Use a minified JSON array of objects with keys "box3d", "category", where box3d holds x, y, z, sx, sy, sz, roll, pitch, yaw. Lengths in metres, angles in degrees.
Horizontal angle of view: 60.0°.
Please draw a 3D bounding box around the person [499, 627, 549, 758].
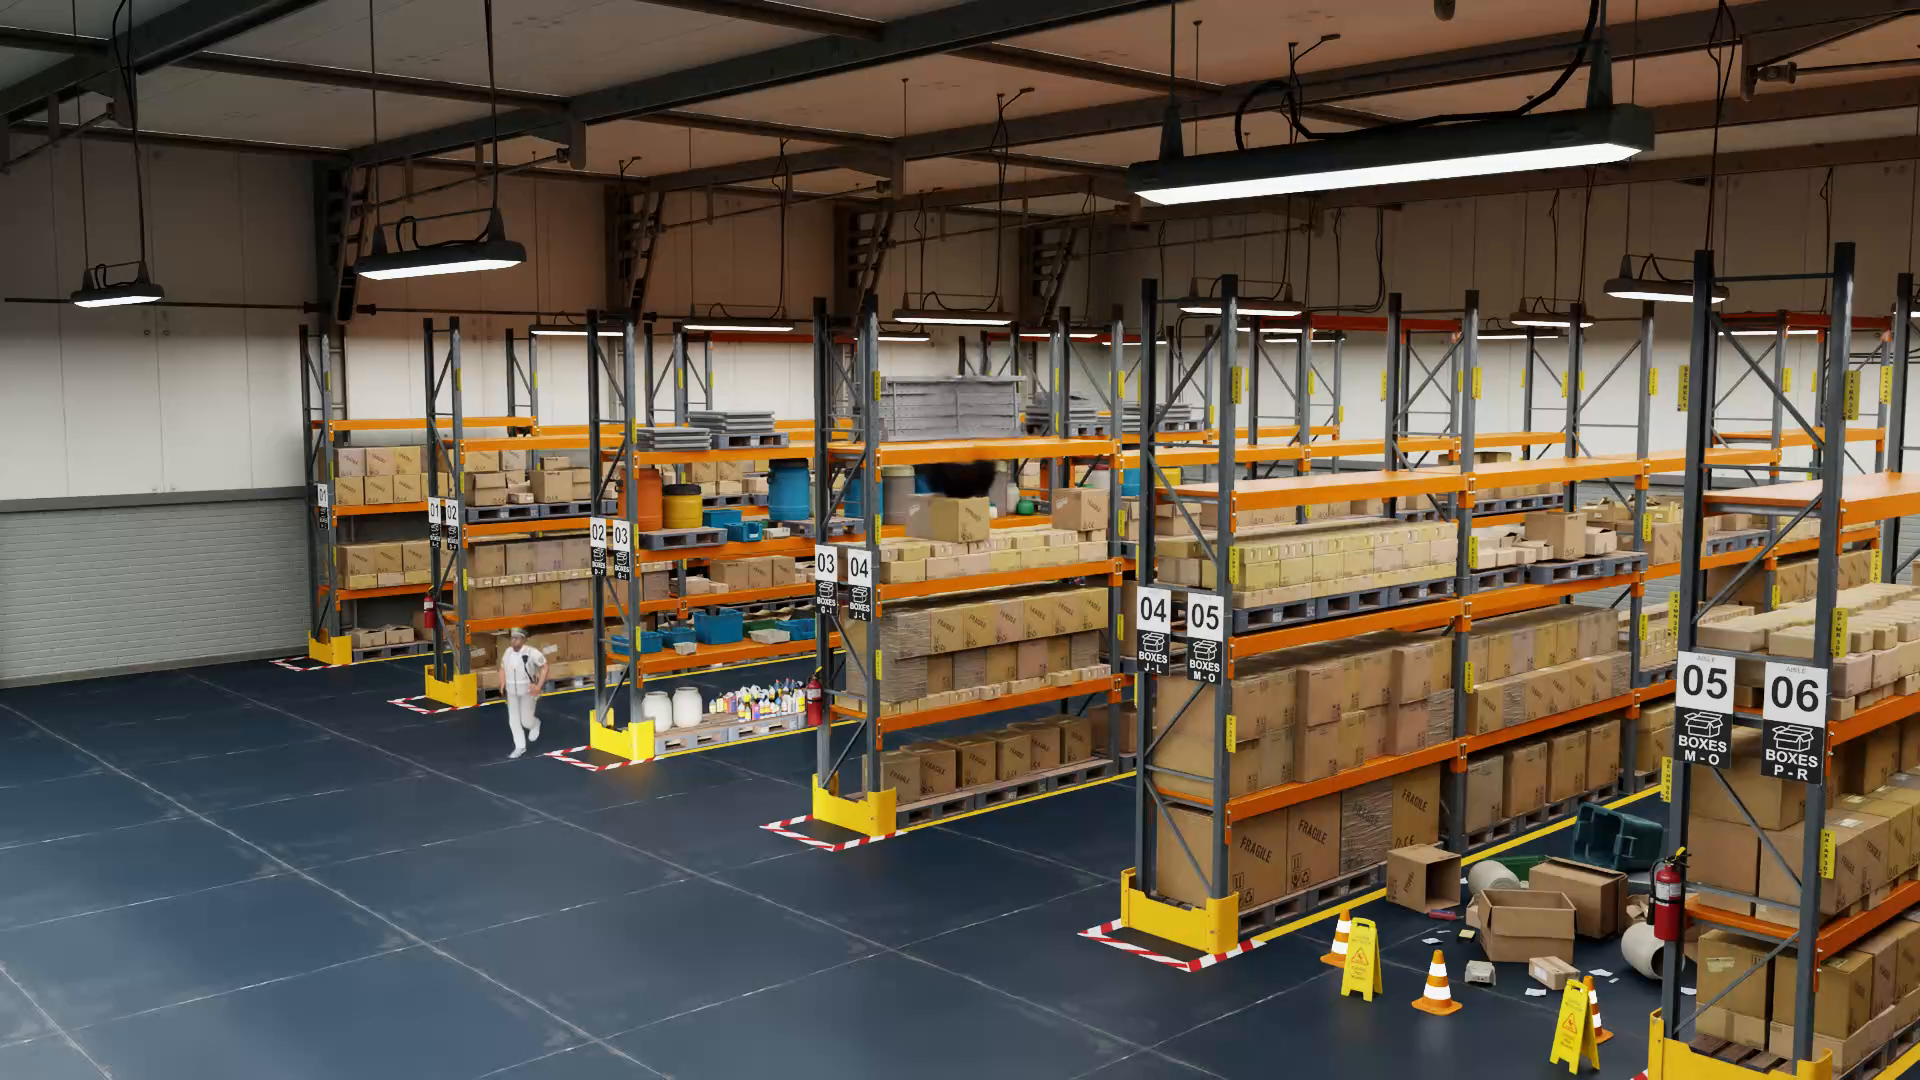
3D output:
[{"box3d":[-5.901,2.033,22.539,0.688,1.765,0.668,1,6,9],"category":"person"}]
